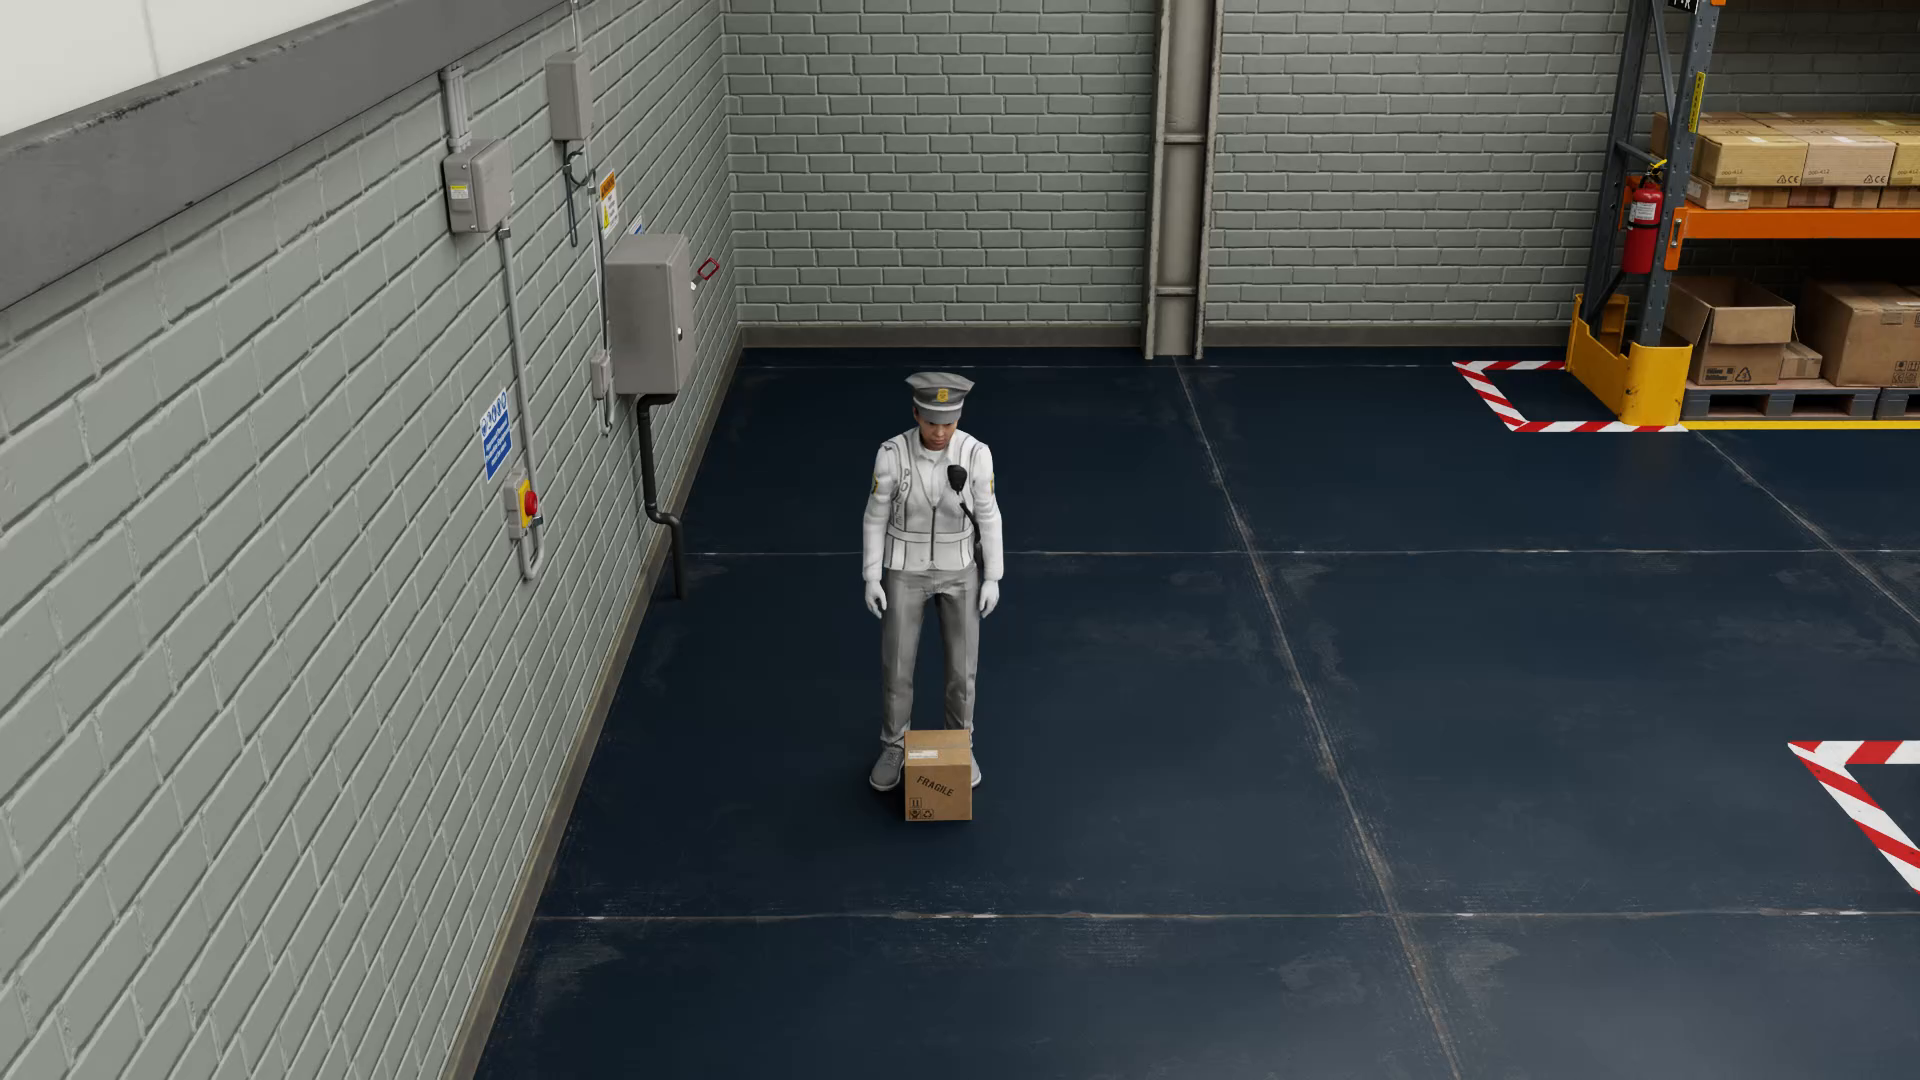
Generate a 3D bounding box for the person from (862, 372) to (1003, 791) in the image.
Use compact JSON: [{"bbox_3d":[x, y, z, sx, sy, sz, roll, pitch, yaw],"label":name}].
[{"bbox_3d":[-0.102,0.151,6.263,0.531,1.663,0.371,-1,24,-3],"label":"person"}]
